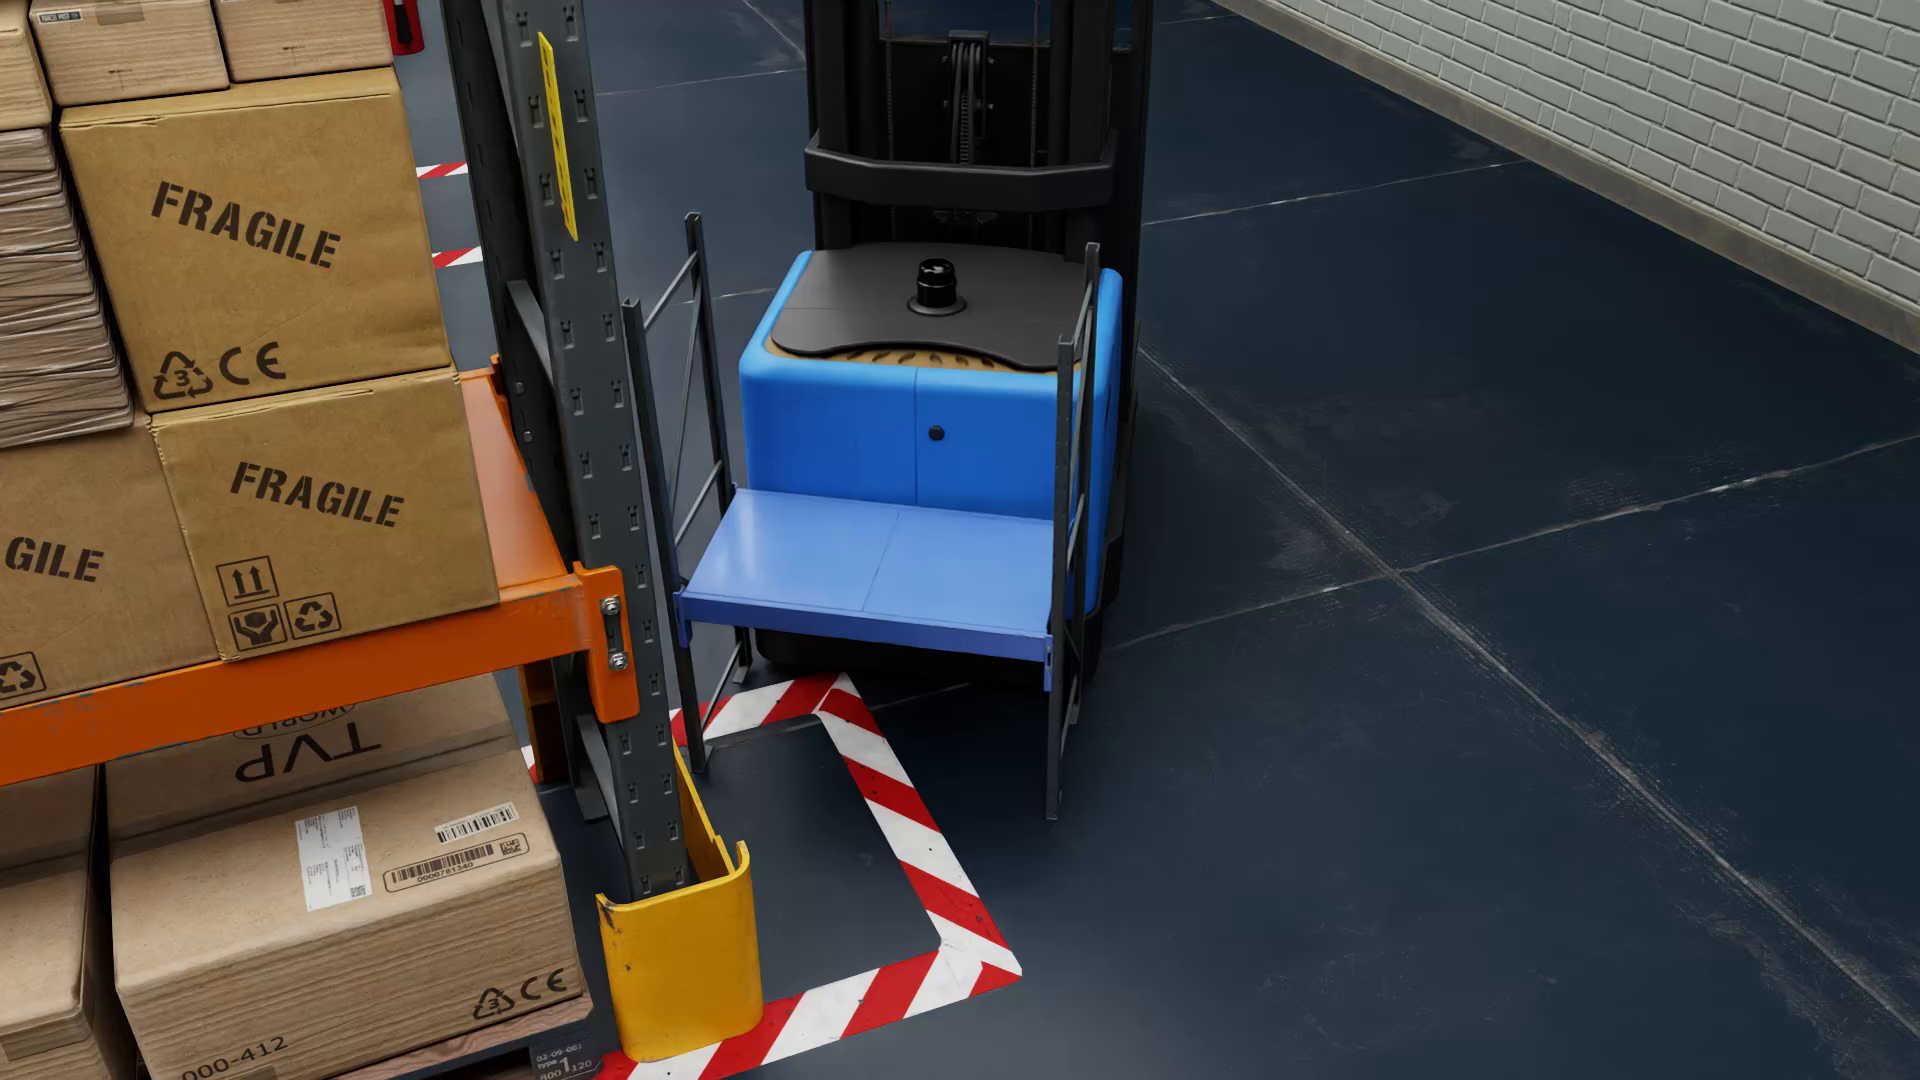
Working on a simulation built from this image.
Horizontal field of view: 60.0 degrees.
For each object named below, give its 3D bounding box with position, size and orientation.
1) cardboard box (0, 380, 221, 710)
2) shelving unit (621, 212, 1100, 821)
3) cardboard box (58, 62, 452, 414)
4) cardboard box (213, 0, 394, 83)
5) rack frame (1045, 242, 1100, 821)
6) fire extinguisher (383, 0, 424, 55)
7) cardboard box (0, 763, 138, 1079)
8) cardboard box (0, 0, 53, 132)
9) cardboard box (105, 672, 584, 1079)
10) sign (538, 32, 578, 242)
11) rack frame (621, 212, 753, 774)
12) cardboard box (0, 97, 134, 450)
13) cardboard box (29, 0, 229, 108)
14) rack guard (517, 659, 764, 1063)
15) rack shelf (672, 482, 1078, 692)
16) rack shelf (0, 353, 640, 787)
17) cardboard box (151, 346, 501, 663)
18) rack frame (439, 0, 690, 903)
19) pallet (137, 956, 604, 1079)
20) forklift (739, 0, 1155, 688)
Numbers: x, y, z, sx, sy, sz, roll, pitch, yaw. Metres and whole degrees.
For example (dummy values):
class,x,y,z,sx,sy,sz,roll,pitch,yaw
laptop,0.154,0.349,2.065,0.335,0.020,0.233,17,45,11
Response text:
class,x,y,z,sx,sy,sz,roll,pitch,yaw
cardboard box,-1.670,-0.060,3.001,0.500,0.500,0.500,-14,35,-20
shelving unit,-0.211,-0.031,4.392,1.048,1.500,0.538,6,37,9
cardboard box,-1.211,-0.591,2.900,0.500,0.500,0.500,-12,35,-17
cardboard box,-1.112,-0.908,2.792,0.250,0.149,0.380,-12,35,-18
rack frame,0.288,0.022,4.311,0.032,1.500,0.500,6,37,9
fire extinguisher,-2.457,-2.452,7.181,0.183,0.674,0.296,-13,35,-19
cardboard box,-2.269,0.933,3.529,0.875,0.438,0.875,-12,35,-18
cardboard box,-1.542,-0.746,2.542,0.250,0.149,0.380,-13,35,-19
cardboard box,-1.428,0.736,3.833,0.875,0.438,0.875,-14,36,-21
sign,-0.661,-0.660,2.736,0.005,0.325,0.100,-13,35,-19
rack frame,-0.710,-0.084,4.474,0.032,1.500,0.500,6,37,9
cardboard box,-1.682,-0.466,2.707,0.500,0.500,0.500,-13,35,-19
cardboard box,-1.337,-0.842,2.691,0.250,0.149,0.380,-12,35,-18
rack guard,-0.837,0.691,4.230,0.348,0.500,1.175,-13,35,-19
rack shelf,-0.208,0.113,4.500,1.000,0.185,0.538,6,37,9
rack shelf,-2.703,0.372,3.087,4.000,0.370,1.077,-13,35,-19
cardboard box,-1.201,-0.159,3.152,0.500,0.500,0.500,-13,35,-19
rack frame,-0.859,-0.352,3.540,0.127,3.000,1.000,-13,35,-19
pallet,-1.566,1.025,3.981,1.213,0.211,1.003,-13,35,-19
forklift,0.092,-1.578,5.488,1.130,2.935,3.031,4,33,7
